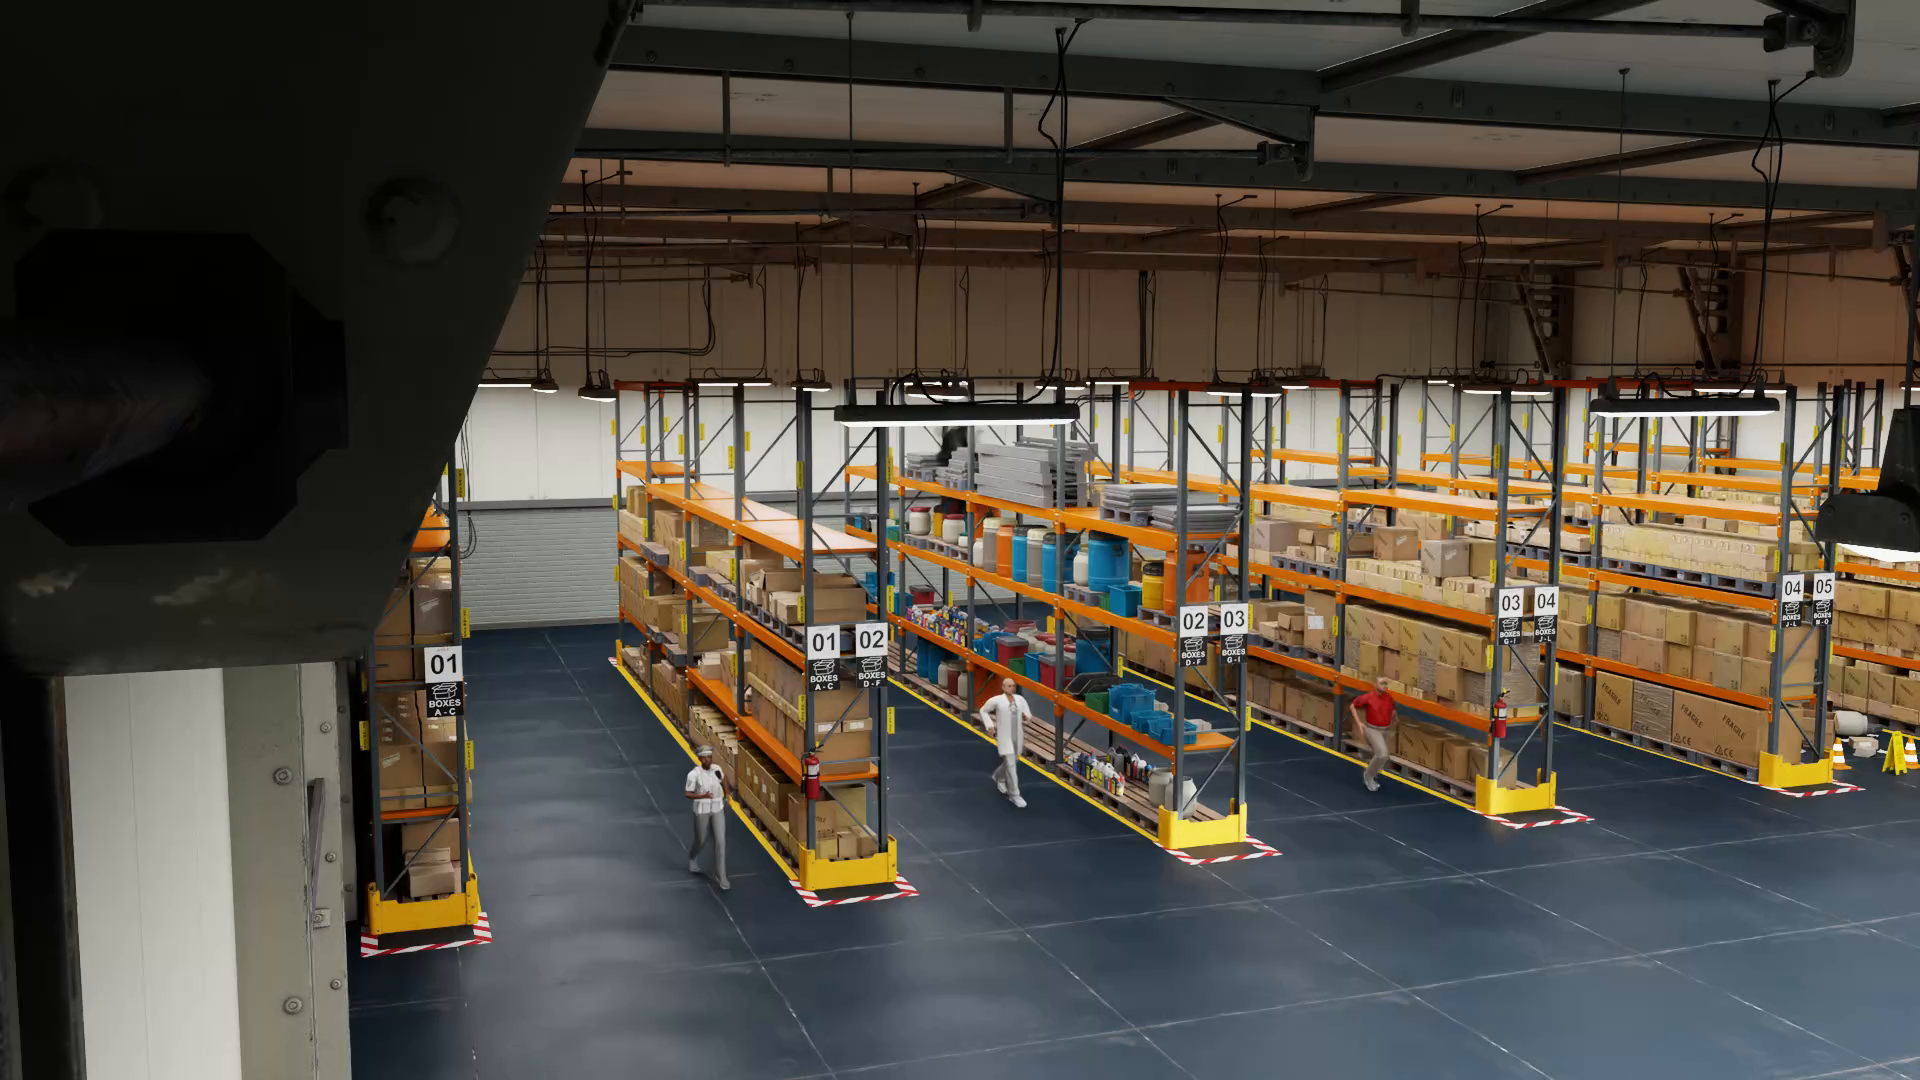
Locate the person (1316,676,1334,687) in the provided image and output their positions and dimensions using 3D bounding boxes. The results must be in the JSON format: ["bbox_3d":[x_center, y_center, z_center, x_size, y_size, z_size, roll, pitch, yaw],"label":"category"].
[{"bbox_3d":[7.035,2.116,31.666,0.699,1.769,0.933,-2,6,-21],"label":"person"}]

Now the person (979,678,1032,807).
[{"bbox_3d":[0.707,2.876,24.049,0.697,1.774,1.053,-4,7,-31],"label":"person"}]

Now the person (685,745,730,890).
[{"bbox_3d":[-3.067,3.336,20.351,0.585,1.683,0.983,-3,7,-23],"label":"person"}]

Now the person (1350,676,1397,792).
[{"bbox_3d":[6.218,2.878,24.650,0.652,1.718,0.647,-4,7,-31],"label":"person"}]
